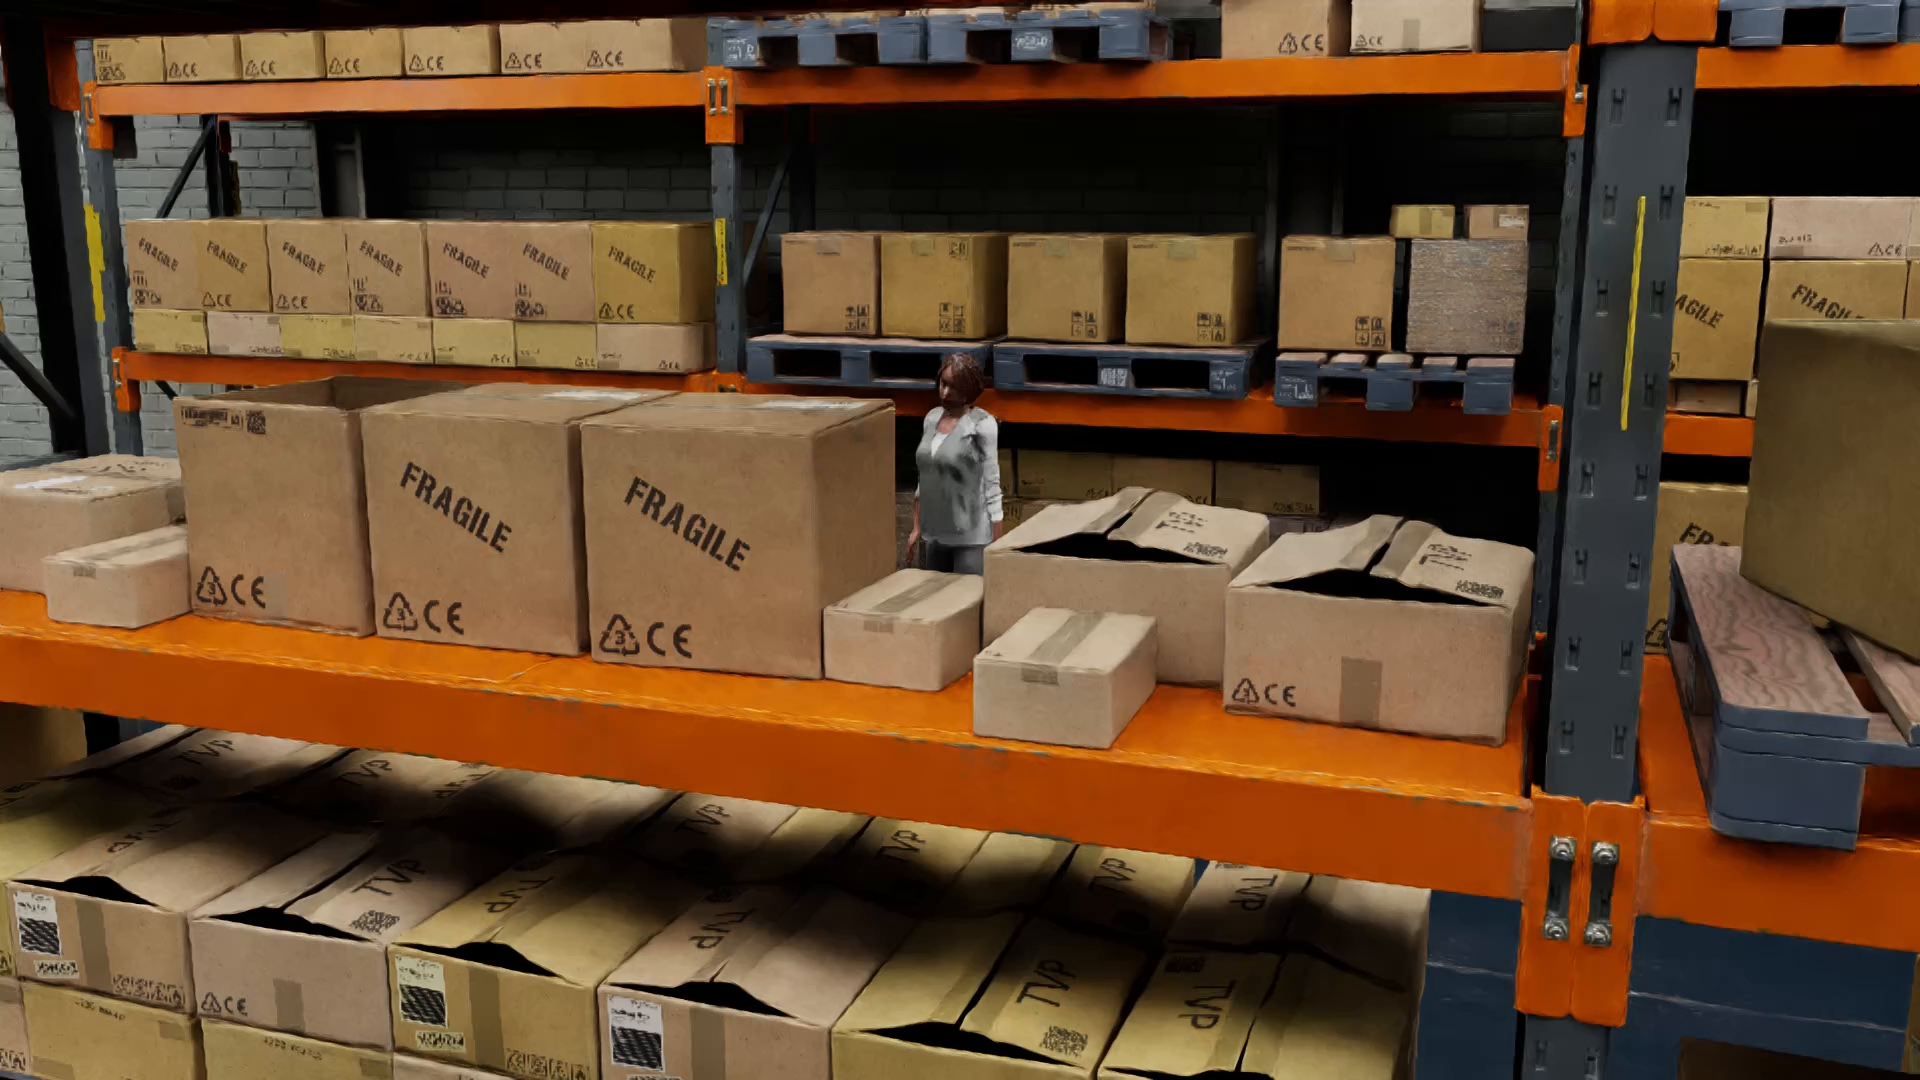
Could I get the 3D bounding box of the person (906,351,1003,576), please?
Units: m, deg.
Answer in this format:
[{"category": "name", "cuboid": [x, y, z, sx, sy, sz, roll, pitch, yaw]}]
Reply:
[{"category": "person", "cuboid": [-0.030, -0.018, 7.076, 0.449, 1.589, 0.592, -9, 15, -37]}]
